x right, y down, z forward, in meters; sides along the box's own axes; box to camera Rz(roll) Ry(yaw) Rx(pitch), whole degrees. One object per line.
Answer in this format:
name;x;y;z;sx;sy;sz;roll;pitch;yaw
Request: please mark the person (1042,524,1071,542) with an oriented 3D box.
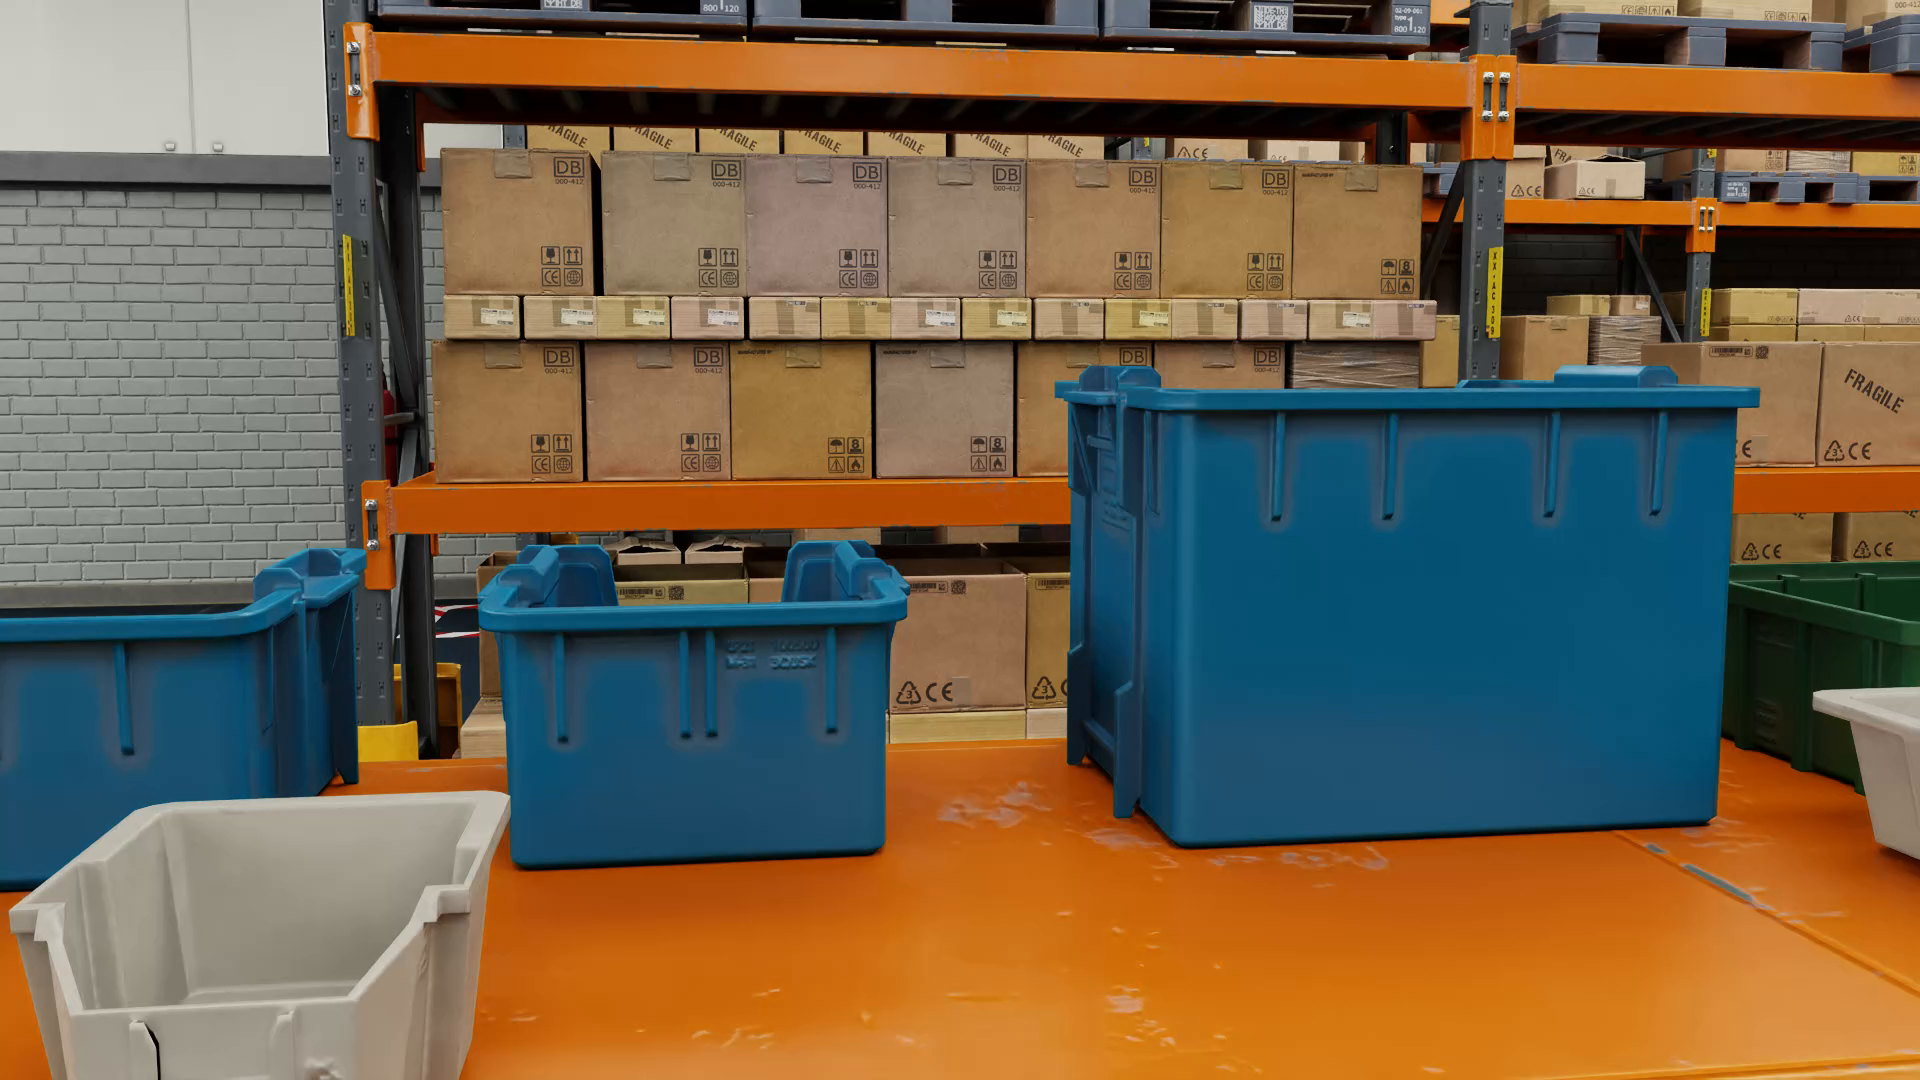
person;0.599;-0.040;8.137;0.429;1.772;0.647;-1;6;-12
